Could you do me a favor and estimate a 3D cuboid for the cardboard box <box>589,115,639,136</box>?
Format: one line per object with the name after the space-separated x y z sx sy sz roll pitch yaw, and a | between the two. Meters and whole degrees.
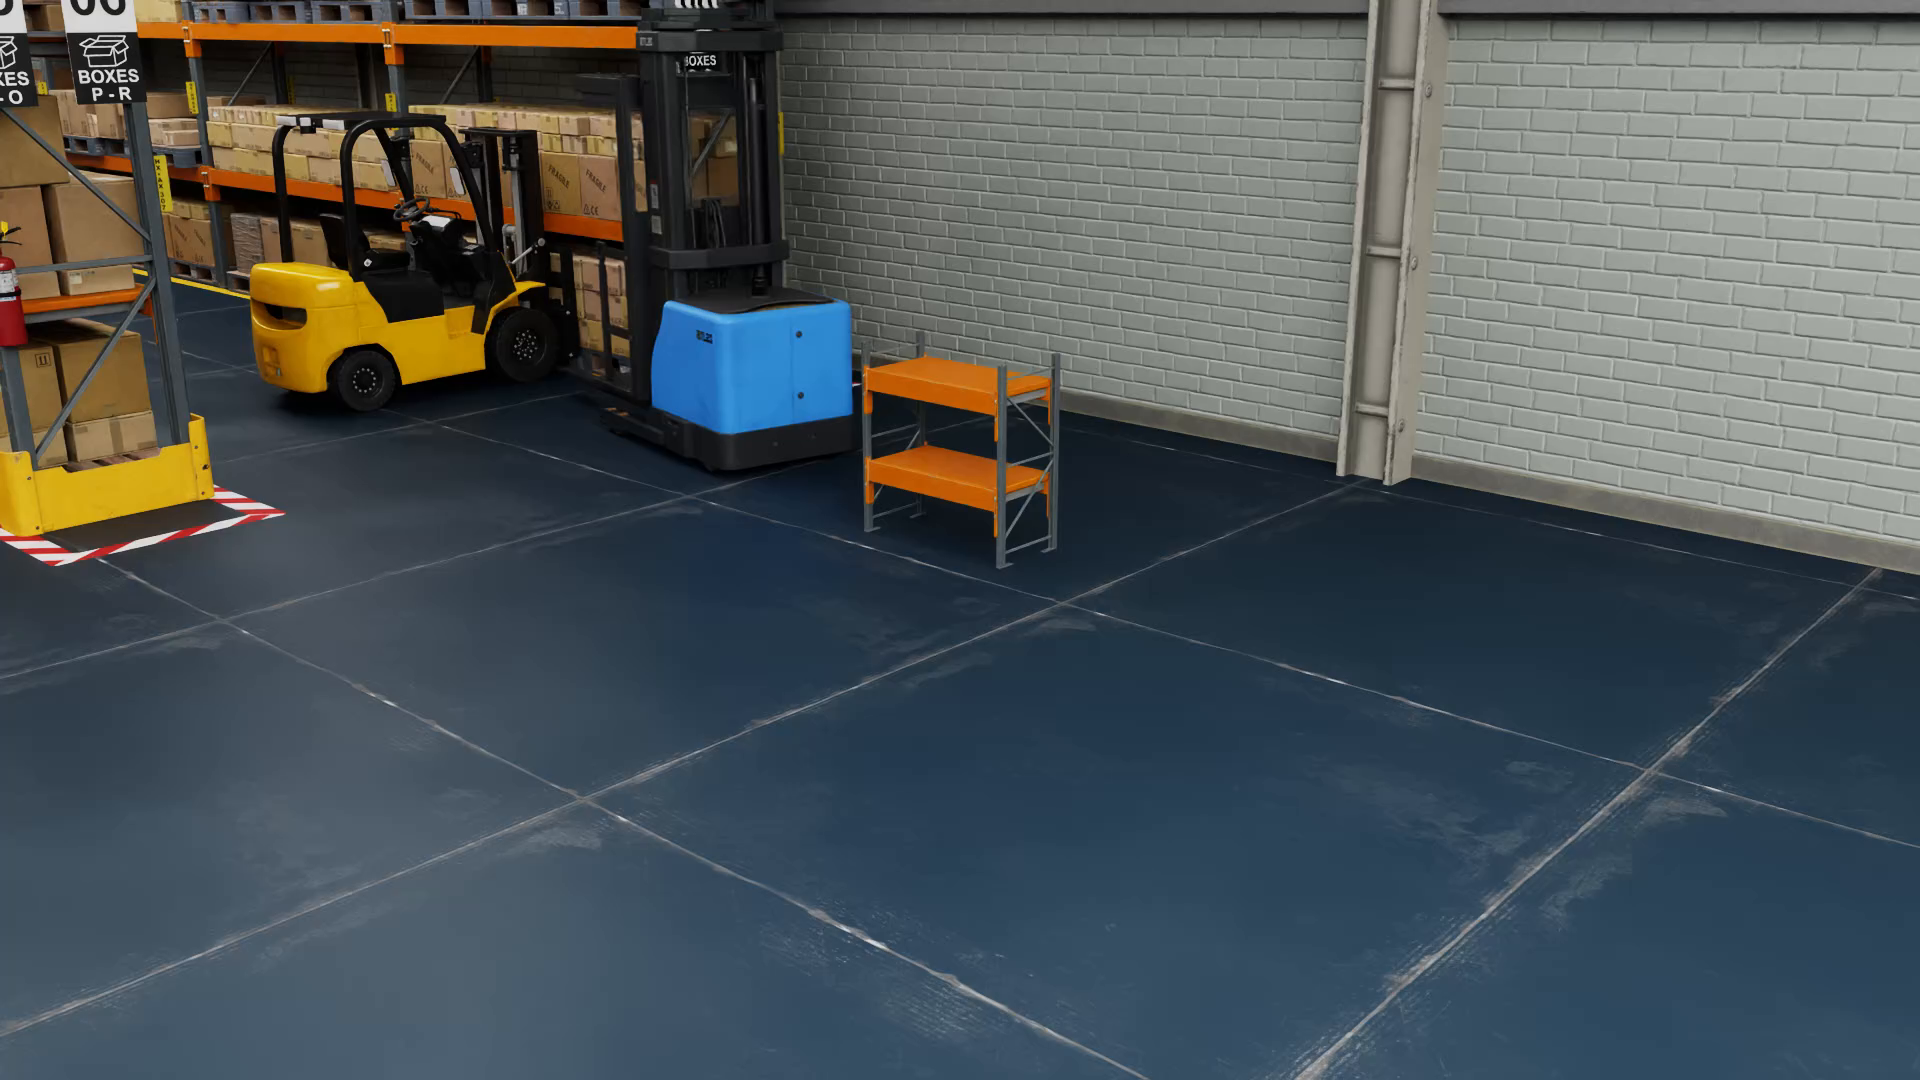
-2.803 -3.394 13.618 0.250 0.149 0.380 15 23 40 | cardboard box

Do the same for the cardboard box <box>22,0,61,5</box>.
-5.330 -3.253 9.700 0.500 0.250 0.500 15 23 38 | cardboard box

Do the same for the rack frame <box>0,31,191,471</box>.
-5.131 -1.592 9.668 0.127 3.000 1.000 15 23 39 | rack frame

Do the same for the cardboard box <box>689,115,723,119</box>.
-2.106 -3.397 13.629 0.250 0.149 0.380 16 24 41 | cardboard box

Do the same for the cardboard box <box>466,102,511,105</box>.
-4.392 -4.022 15.595 0.250 0.149 0.380 15 23 39 | cardboard box

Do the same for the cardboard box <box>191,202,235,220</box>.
-8.360 -3.682 18.619 0.250 0.149 0.380 14 22 37 | cardboard box

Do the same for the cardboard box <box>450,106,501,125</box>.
-4.337 -3.805 14.913 0.250 0.149 0.380 14 23 38 | cardboard box

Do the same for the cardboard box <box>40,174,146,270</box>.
-5.301 -1.939 10.106 0.500 0.500 0.500 15 23 38 | cardboard box

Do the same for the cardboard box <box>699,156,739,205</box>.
-2.025 -2.925 13.706 0.500 0.500 0.500 16 24 41 | cardboard box

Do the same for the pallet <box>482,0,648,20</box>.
-3.267 -4.496 14.007 1.213 0.211 1.003 15 23 39 | pallet

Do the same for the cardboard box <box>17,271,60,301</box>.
-5.553 -1.499 9.791 0.250 0.149 0.380 16 24 41 | cardboard box

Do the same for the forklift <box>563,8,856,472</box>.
-1.984 -2.231 11.797 1.130 2.935 3.031 -12 21 -34 | forklift

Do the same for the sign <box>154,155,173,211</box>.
-4.771 -2.127 9.924 0.005 0.325 0.100 15 23 39 | sign

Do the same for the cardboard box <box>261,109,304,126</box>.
-6.958 -4.356 17.140 0.250 0.149 0.380 15 23 40 | cardboard box

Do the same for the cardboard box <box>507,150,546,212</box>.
-3.530 -3.110 14.287 0.500 0.500 0.500 15 23 40 | cardboard box

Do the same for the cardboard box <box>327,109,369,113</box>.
-6.284 -4.355 17.138 0.250 0.149 0.380 16 24 41 | cardboard box

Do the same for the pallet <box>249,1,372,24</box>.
-6.417 -5.322 16.775 1.213 0.211 1.003 16 24 42 | pallet

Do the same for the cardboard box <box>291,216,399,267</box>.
-6.368 -2.997 17.328 0.625 0.625 0.875 14 22 37 | cardboard box

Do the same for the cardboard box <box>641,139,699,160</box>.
-2.284 -3.079 13.116 0.250 0.149 0.380 15 23 40 | cardboard box

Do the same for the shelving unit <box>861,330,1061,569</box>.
-0.005 -0.538 9.446 1.048 1.125 0.538 15 23 39 | shelving unit

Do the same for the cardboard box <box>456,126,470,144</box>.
-4.224 -3.588 14.721 0.250 0.149 0.380 16 23 40 | cardboard box

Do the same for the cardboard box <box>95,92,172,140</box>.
-9.627 -4.963 19.433 0.500 0.500 0.700 15 23 39 | cardboard box

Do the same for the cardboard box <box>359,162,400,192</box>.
-5.381 -3.489 15.895 0.500 0.250 0.500 16 23 40 | cardboard box

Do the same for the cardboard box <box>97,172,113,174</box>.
-10.682 -4.466 20.599 0.250 0.149 0.380 15 23 38 | cardboard box

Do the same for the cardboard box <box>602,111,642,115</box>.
-2.849 -3.615 14.315 0.250 0.149 0.380 14 23 38 | cardboard box

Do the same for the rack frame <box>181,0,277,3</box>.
-7.823 -7.181 17.363 0.127 3.000 1.000 15 23 39 | rack frame

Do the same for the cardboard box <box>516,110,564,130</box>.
-3.575 -3.599 14.265 0.250 0.149 0.380 15 23 39 | cardboard box

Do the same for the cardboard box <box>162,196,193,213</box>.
-9.107 -3.905 19.325 0.250 0.149 0.380 15 23 38 | cardboard box

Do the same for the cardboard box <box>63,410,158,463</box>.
-5.551 -0.706 10.728 0.500 0.250 0.500 15 23 39 | cardboard box

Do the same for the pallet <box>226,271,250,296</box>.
-7.233 -2.819 18.144 1.213 0.211 1.003 15 23 39 | pallet

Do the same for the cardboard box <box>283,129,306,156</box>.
-6.501 -4.037 16.796 0.500 0.250 0.500 15 23 40 | cardboard box

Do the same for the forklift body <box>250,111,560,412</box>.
-4.468 -2.279 13.237 1.214 2.155 2.313 15 23 39 | forklift body

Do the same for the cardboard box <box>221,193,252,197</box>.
-8.568 -3.982 19.565 0.250 0.149 0.380 14 22 37 | cardboard box

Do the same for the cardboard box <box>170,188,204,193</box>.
-9.351 -4.184 20.202 0.250 0.149 0.380 15 23 40 | cardboard box

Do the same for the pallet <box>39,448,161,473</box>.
-5.772 -0.449 10.677 1.213 0.211 1.003 15 23 39 | pallet

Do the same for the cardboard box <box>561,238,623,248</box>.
-3.195 -2.528 14.816 0.500 0.250 0.500 14 23 38 | cardboard box

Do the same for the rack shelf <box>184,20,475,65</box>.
-6.327 -5.007 16.660 4.000 0.370 1.077 15 23 39 | rack shelf

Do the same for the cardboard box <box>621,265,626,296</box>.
-2.391 -2.104 13.480 0.500 0.250 0.500 16 24 41 | cardboard box

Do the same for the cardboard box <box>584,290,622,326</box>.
-2.779 -1.974 13.896 0.500 0.250 0.500 15 23 39 | cardboard box

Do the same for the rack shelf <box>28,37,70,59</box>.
-6.627 -3.080 10.589 4.000 0.370 1.077 15 23 39 | rack shelf

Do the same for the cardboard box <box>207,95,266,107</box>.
-8.104 -4.708 18.629 0.500 0.500 0.500 16 24 42 | cardboard box

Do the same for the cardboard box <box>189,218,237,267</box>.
-8.282 -3.367 18.700 0.500 0.500 0.500 16 24 41 | cardboard box

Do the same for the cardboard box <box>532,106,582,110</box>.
-3.615 -3.819 14.957 0.250 0.149 0.380 15 23 38 | cardboard box

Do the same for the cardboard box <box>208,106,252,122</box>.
-7.780 -4.548 17.746 0.250 0.149 0.380 16 24 41 | cardboard box

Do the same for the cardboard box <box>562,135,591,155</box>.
-3.058 -3.284 13.764 0.250 0.149 0.380 14 22 38 | cardboard box

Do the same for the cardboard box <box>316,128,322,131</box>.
-6.209 -4.144 16.472 0.250 0.149 0.380 15 23 40 | cardboard box

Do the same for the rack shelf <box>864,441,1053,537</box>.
-0.005 -0.304 9.520 1.000 0.278 0.538 15 23 39 | rack shelf

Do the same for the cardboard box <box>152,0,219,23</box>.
-8.368 -5.728 17.991 0.500 0.250 0.500 14 22 37 | cardboard box

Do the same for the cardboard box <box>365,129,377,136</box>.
-5.439 -3.942 15.835 0.250 0.149 0.380 15 23 38 | cardboard box

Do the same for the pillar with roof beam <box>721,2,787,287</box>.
-4.619 -4.945 10.316 0.400 9.000 9.100 15 23 39 | pillar with roof beam

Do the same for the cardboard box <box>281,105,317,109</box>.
-7.022 -4.566 17.803 0.250 0.149 0.380 15 23 39 | cardboard box

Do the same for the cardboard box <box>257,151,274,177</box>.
-6.890 -3.902 17.196 0.500 0.250 0.500 14 22 38 | cardboard box

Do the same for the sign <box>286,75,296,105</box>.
-7.457 -5.000 18.493 0.005 0.325 0.100 15 23 39 | sign

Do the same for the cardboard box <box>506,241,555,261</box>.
-3.922 -2.514 14.774 0.500 0.250 0.500 16 24 41 | cardboard box

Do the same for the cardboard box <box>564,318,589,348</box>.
-3.134 -1.832 14.278 0.500 0.250 0.500 15 23 40 | cardboard box
